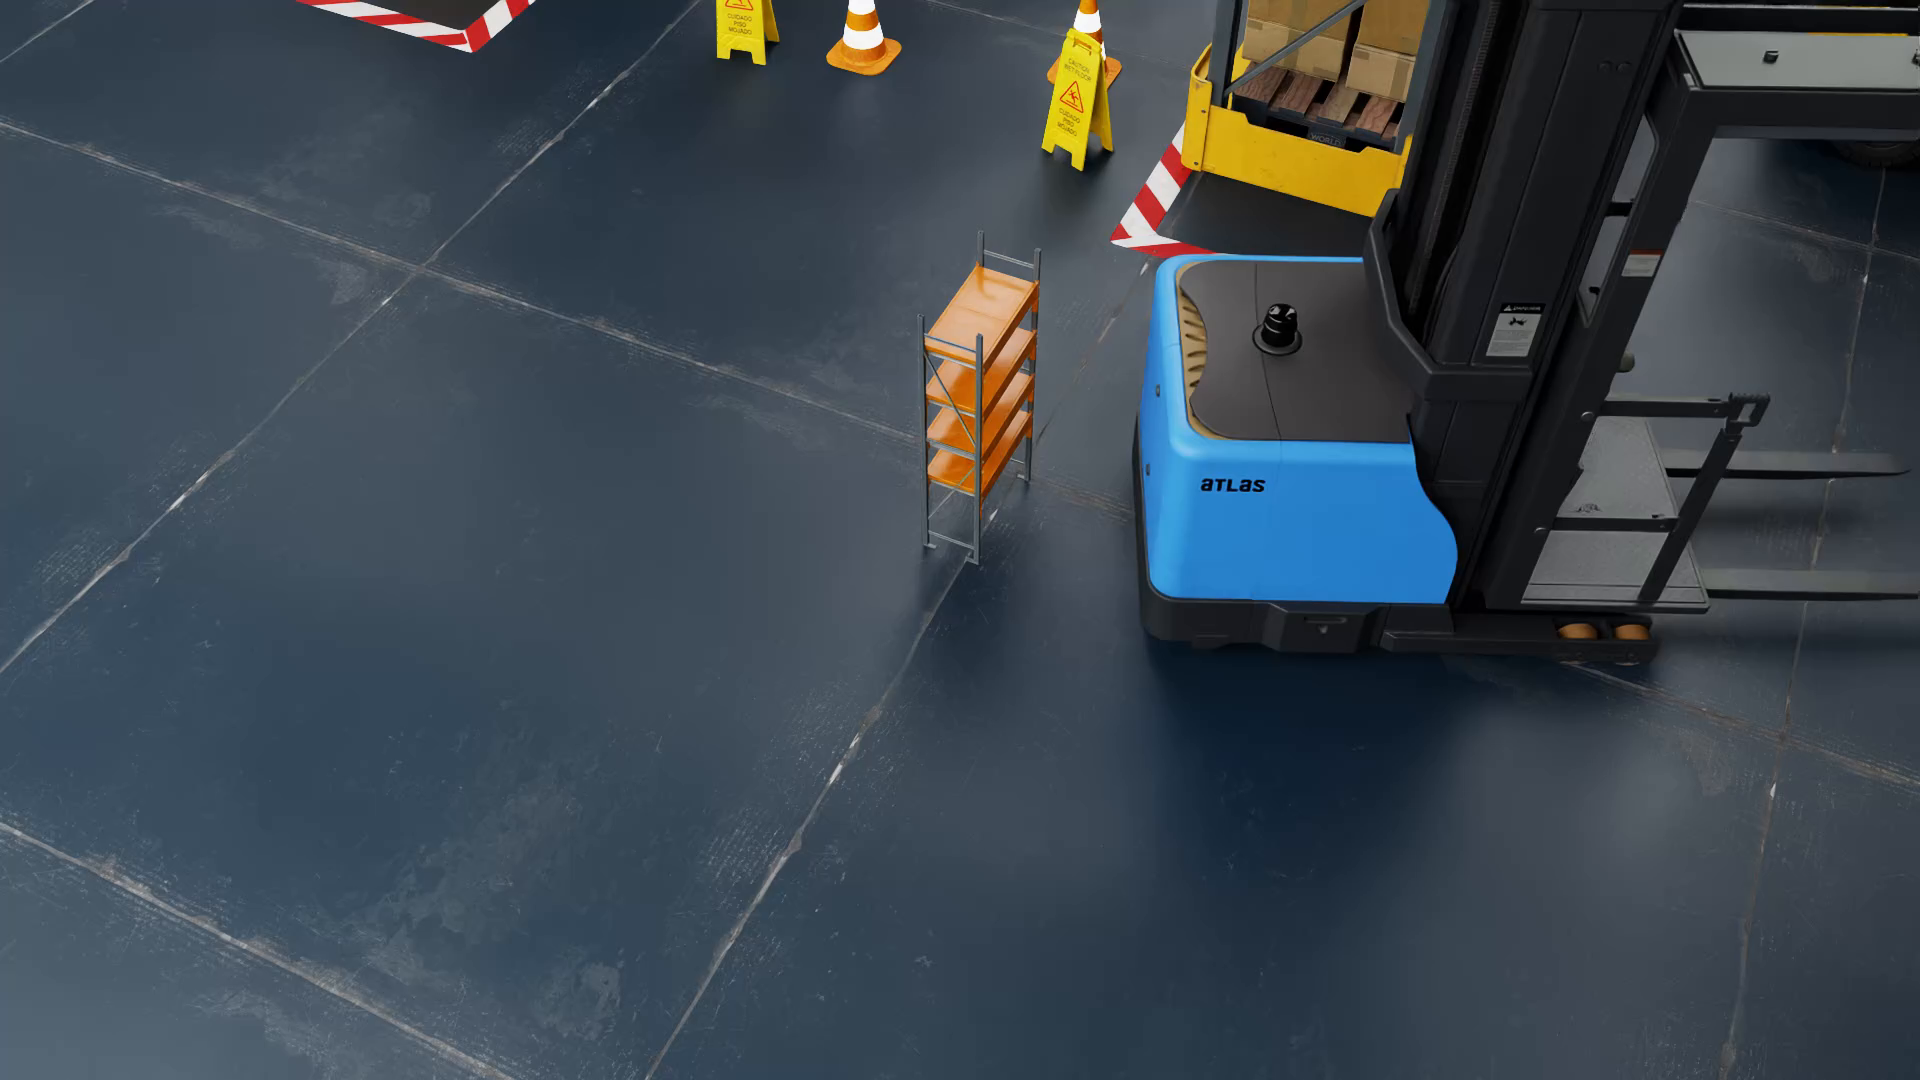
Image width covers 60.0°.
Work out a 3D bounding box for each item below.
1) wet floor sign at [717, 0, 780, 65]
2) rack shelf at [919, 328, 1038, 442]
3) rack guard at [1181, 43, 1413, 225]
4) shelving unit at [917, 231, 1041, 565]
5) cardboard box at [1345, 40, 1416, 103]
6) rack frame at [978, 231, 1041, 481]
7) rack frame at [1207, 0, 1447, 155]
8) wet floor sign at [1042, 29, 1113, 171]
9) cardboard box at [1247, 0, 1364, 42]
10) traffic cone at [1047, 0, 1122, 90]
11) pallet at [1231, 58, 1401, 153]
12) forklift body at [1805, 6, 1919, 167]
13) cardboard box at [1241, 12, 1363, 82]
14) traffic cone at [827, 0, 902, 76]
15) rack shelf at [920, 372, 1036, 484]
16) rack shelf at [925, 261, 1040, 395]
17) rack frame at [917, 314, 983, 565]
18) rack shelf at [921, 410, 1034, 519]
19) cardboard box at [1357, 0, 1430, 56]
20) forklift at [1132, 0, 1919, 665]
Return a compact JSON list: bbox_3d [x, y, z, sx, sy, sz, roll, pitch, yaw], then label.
[{"bbox_3d":[-1.113,-2.795,8.520,0.267,0.644,0.232,12,51,10],"label":"wet floor sign"},{"bbox_3d":[0.071,-0.604,6.086,0.258,0.148,0.480,20,52,16],"label":"rack shelf"},{"bbox_3d":[1.661,-1.923,7.873,1.175,0.500,0.348,20,52,16],"label":"rack guard"},{"bbox_3d":[0.071,-0.503,6.205,0.258,1.200,0.503,20,52,16],"label":"shelving unit"},{"bbox_3d":[2.223,-2.392,8.160,0.500,0.250,0.500,19,52,16],"label":"cardboard box"},{"bbox_3d":[0.175,-0.671,6.348,0.240,1.200,0.015,20,52,16],"label":"rack frame"},{"bbox_3d":[1.628,-2.681,6.877,1.000,3.000,0.127,20,52,16],"label":"rack frame"},{"bbox_3d":[0.580,-2.135,7.958,0.232,0.644,0.267,-37,59,-27],"label":"wet floor sign"},{"bbox_3d":[1.735,-2.806,8.020,0.500,0.500,0.500,20,53,16],"label":"cardboard box"},{"bbox_3d":[0.646,-2.575,8.452,0.336,0.463,0.334,20,52,16],"label":"traffic cone"},{"bbox_3d":[2.040,-2.378,8.450,1.003,0.211,1.213,20,52,16],"label":"pallet"},{"bbox_3d":[5.278,-2.693,7.444,2.313,2.155,1.214,20,52,16],"label":"forklift body"},{"bbox_3d":[1.741,-2.587,8.326,0.500,0.250,0.500,20,52,16],"label":"cardboard box"},{"bbox_3d":[-0.503,-2.702,8.560,0.336,0.463,0.334,20,52,16],"label":"traffic cone"},{"bbox_3d":[0.071,-0.459,6.256,0.258,0.148,0.480,20,52,16],"label":"rack shelf"},{"bbox_3d":[0.071,-0.757,5.906,0.258,0.148,0.480,20,52,16],"label":"rack shelf"},{"bbox_3d":[-0.034,-0.335,6.062,0.240,1.200,0.015,20,52,16],"label":"rack frame"},{"bbox_3d":[0.071,-0.331,6.408,0.258,0.148,0.480,20,52,16],"label":"rack shelf"},{"bbox_3d":[2.233,-2.651,7.889,0.500,0.500,0.500,18,52,15],"label":"cardboard box"},{"bbox_3d":[2.203,-0.899,5.406,3.031,2.935,1.130,1,50,1],"label":"forklift"}]
